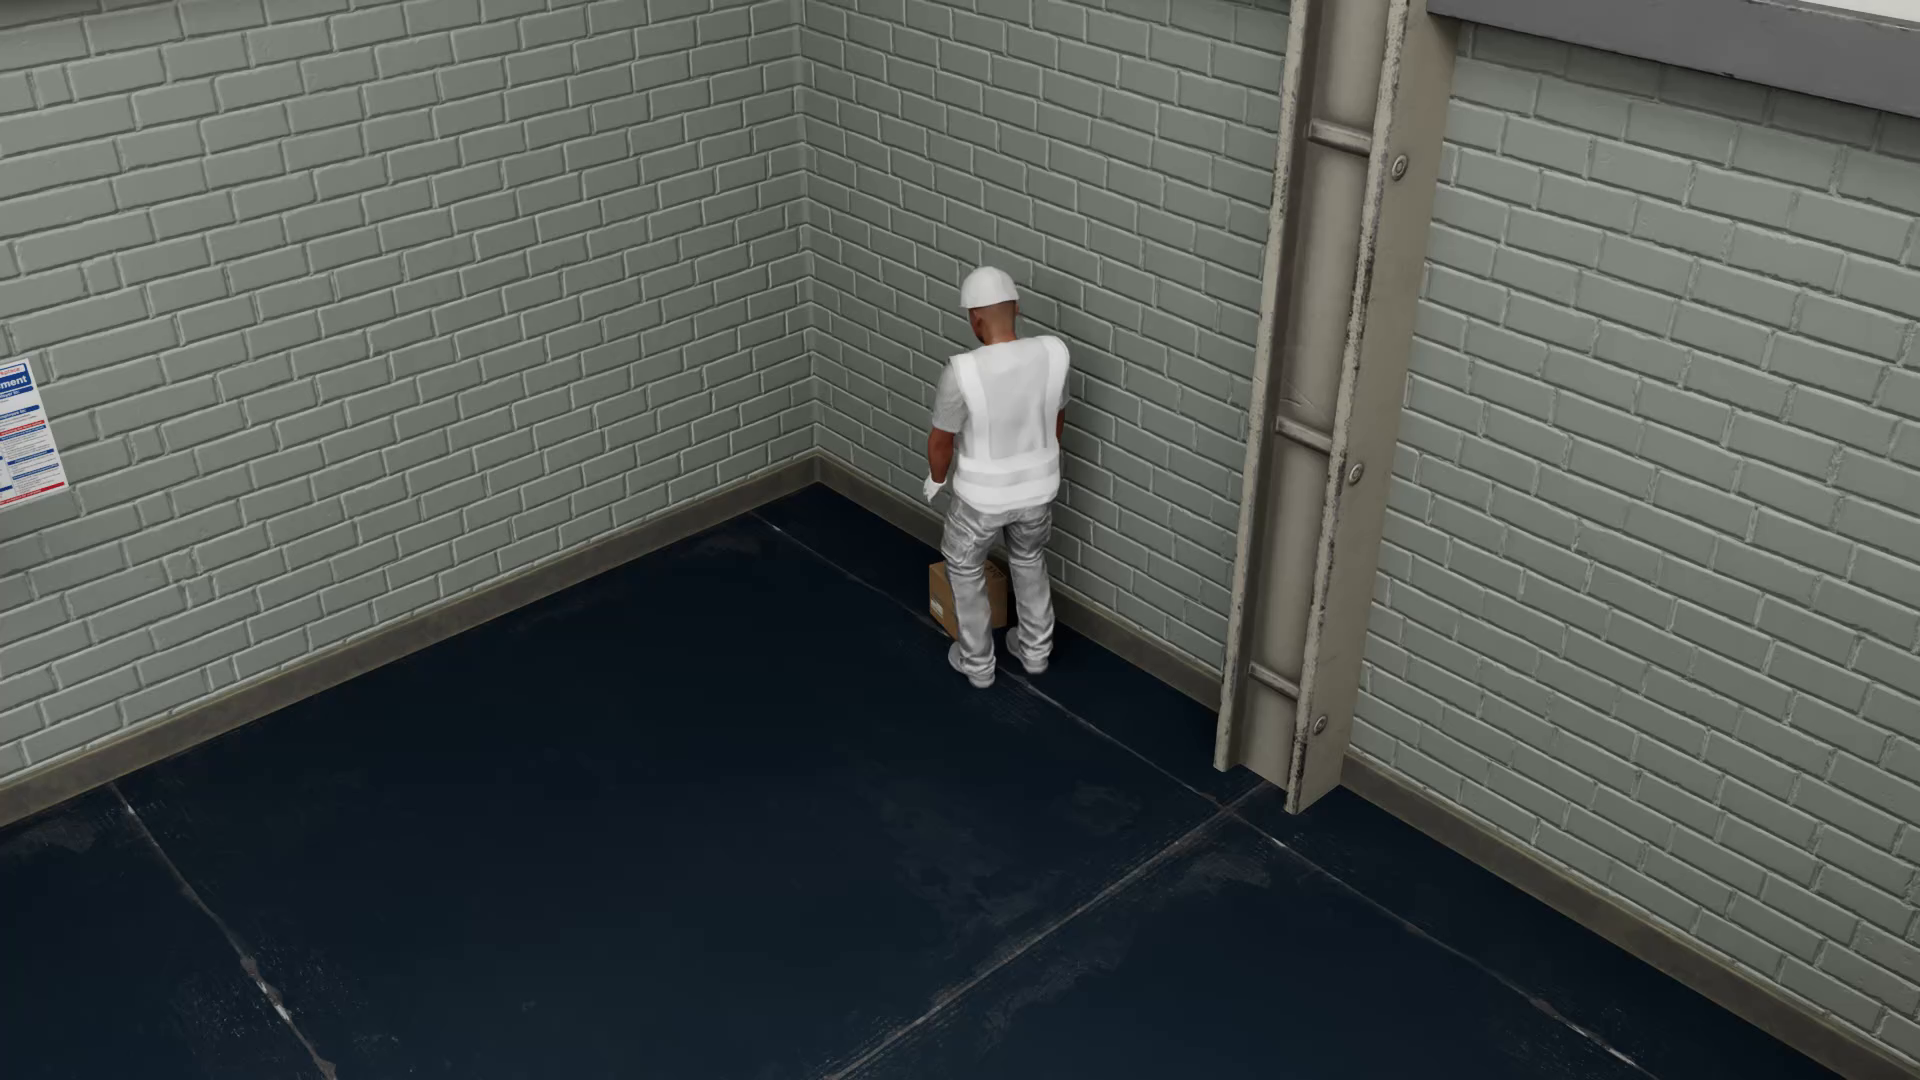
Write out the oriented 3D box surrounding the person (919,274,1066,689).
[{"bbox_3d":[0.131,-0.201,6.532,0.584,1.695,0.517,-12,33,-19],"label":"person"}]
